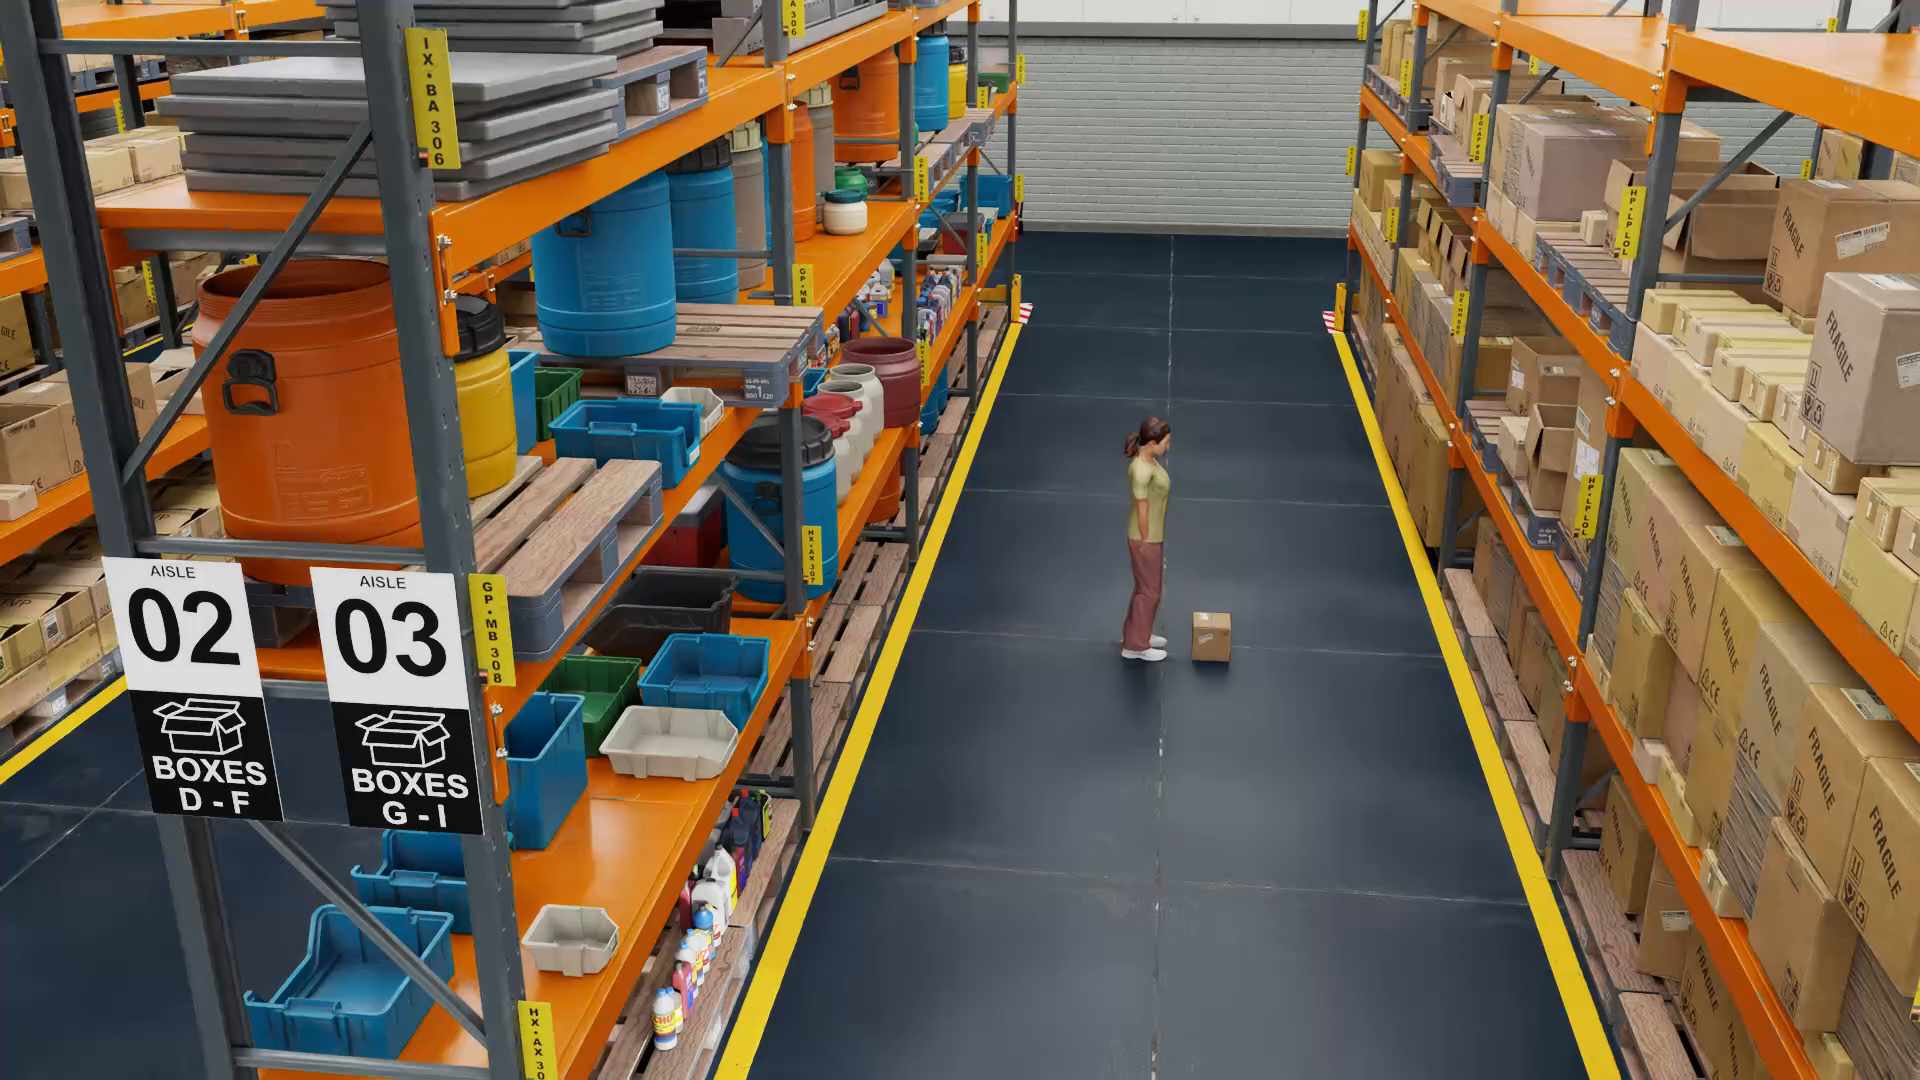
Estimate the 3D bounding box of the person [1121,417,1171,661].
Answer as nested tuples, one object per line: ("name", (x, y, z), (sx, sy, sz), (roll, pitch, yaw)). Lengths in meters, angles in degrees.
("person", (1.244, -0.021, 11.158), (0.363, 1.674, 0.447), (3, 21, 7))
